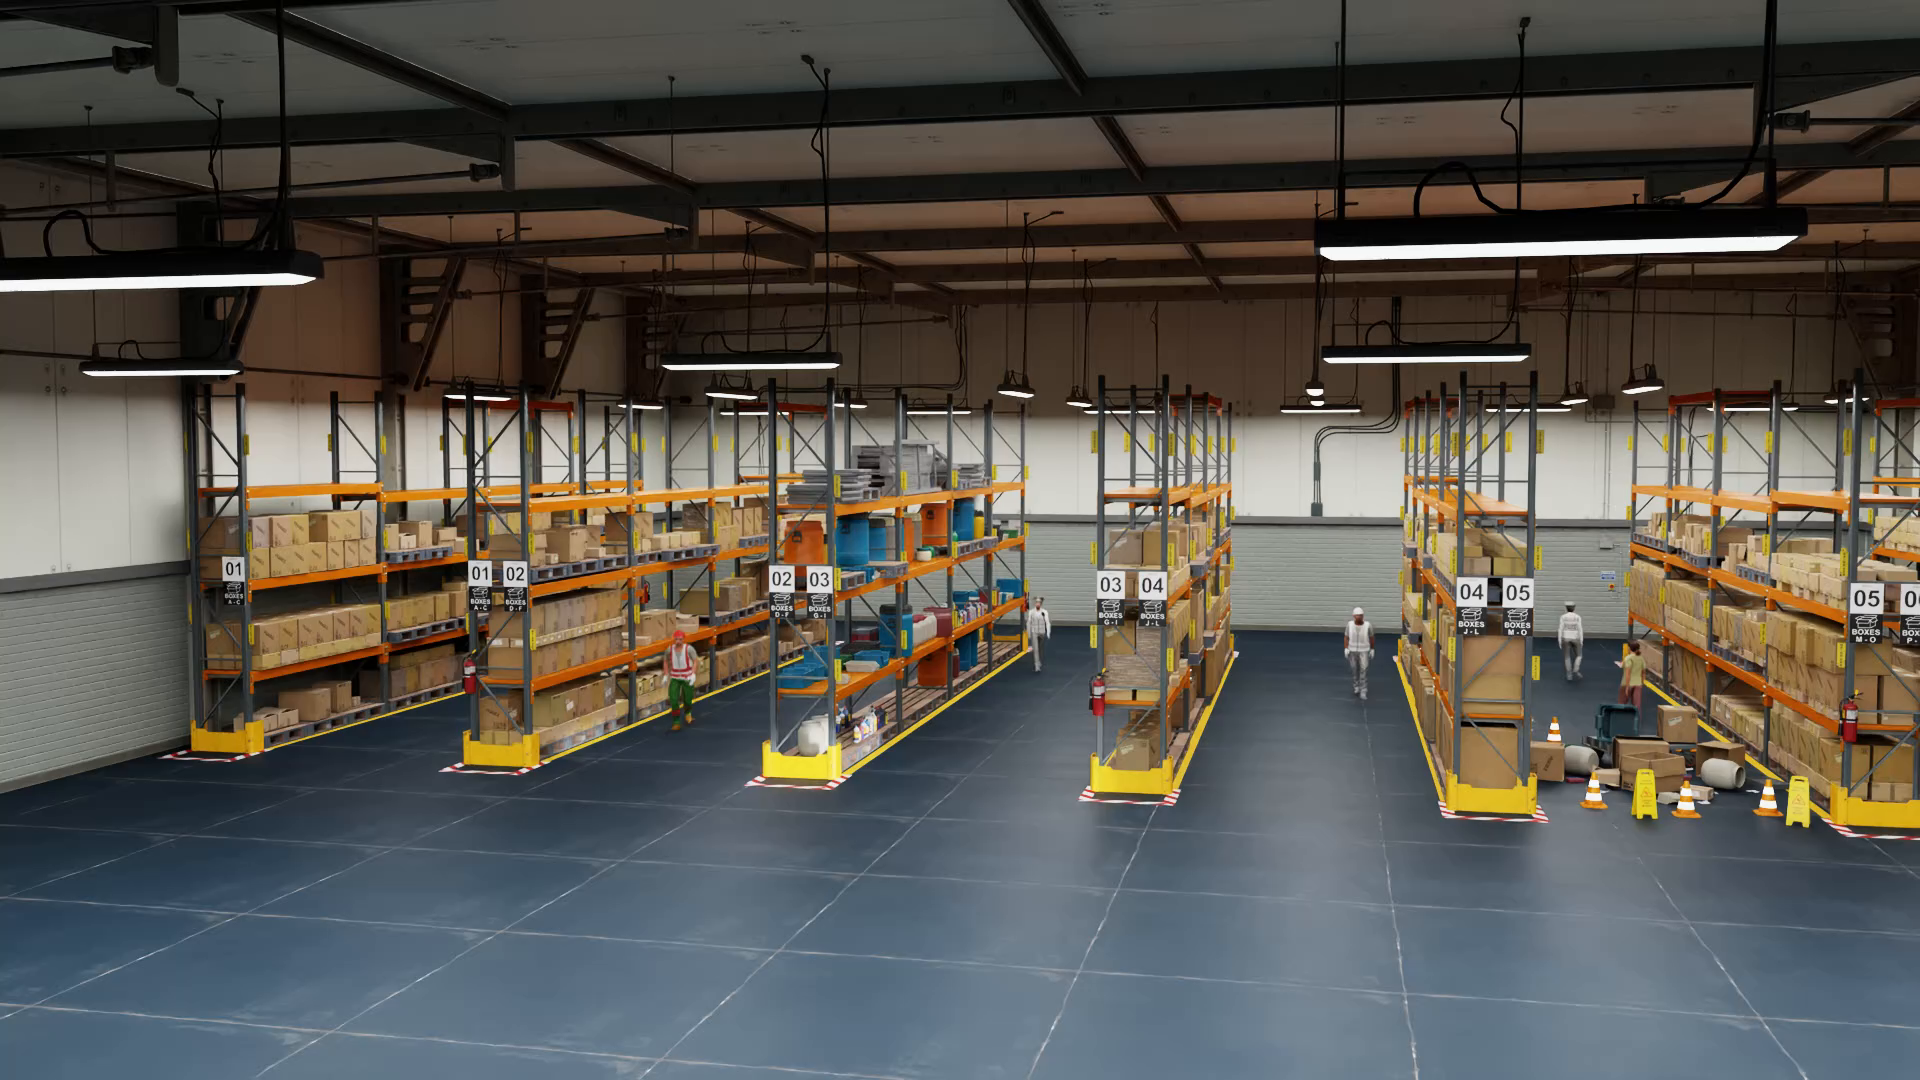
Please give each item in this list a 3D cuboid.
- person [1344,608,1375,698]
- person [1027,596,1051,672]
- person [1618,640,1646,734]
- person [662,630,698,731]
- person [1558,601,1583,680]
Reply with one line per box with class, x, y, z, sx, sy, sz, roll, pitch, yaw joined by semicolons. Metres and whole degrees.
person;7.907;2.213;33.019;0.570;1.743;0.901;2;4;26
person;1.751;2.057;36.864;0.501;1.630;1.042;0;3;-6
person;11.525;2.567;28.451;0.458;1.708;0.606;0;3;2
person;-4.938;2.448;29.374;0.629;1.767;0.688;0;3;-1
person;12.977;2.149;35.330;0.520;1.674;0.478;1;3;20
